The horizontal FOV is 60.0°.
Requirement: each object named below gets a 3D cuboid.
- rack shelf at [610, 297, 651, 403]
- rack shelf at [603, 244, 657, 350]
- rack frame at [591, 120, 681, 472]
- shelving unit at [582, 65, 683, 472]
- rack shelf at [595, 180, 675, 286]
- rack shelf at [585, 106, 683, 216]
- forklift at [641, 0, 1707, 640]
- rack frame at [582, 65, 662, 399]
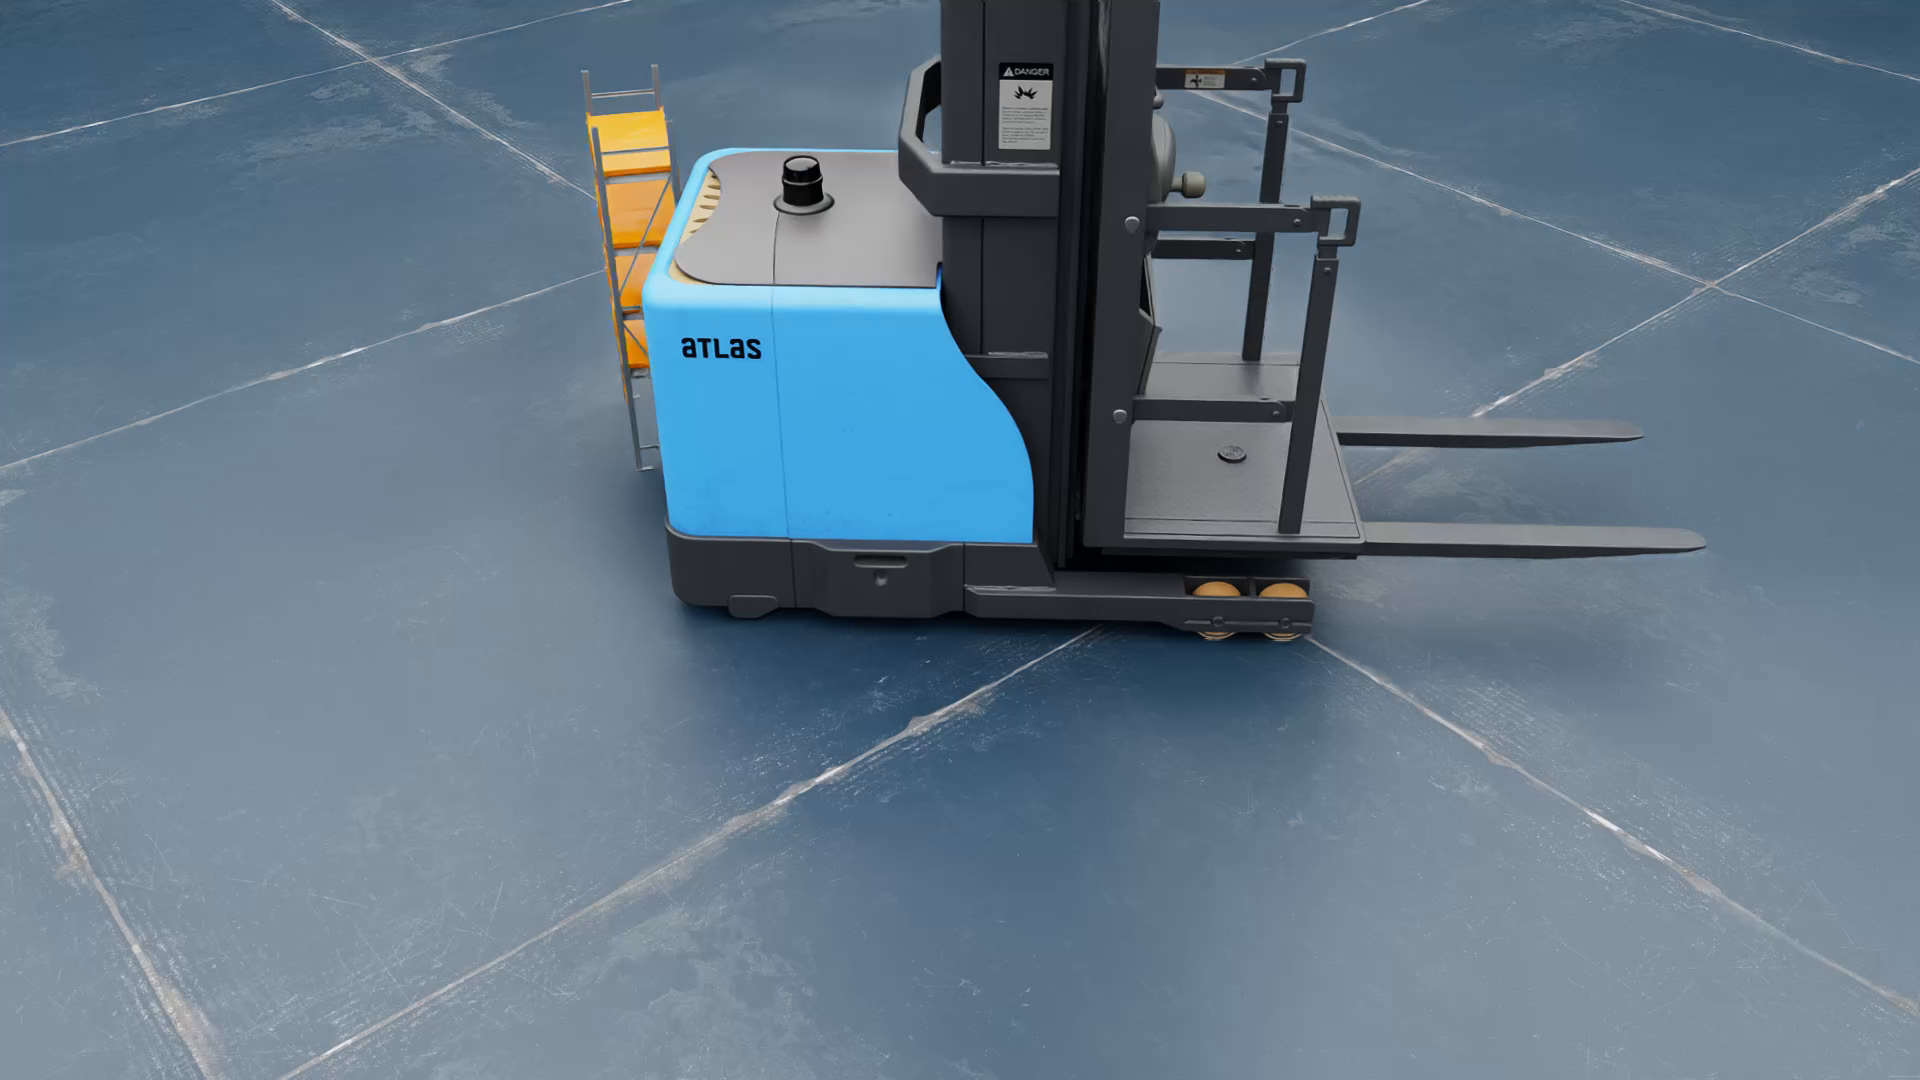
[{"bbox_3d":[-1.025,-0.658,5.601,0.258,0.148,0.480,-8,36,-11],"label":"rack shelf"},{"bbox_3d":[-1.025,-0.820,5.486,0.258,0.148,0.480,-8,36,-11],"label":"rack shelf"},{"bbox_3d":[-0.968,-0.738,5.254,0.240,1.200,0.015,-8,36,-11],"label":"rack frame"},{"bbox_3d":[-1.025,-0.875,5.447,0.258,1.200,0.503,-8,36,-11],"label":"shelving unit"},{"bbox_3d":[-1.025,-1.002,5.357,0.258,0.148,0.480,-8,36,-11],"label":"rack shelf"},{"bbox_3d":[-1.025,-1.195,5.220,0.258,0.148,0.480,-8,36,-11],"label":"rack shelf"},{"bbox_3d":[0.675,-1.219,4.435,3.031,2.935,1.130,1,35,2],"label":"forklift"},{"bbox_3d":[-1.083,-1.012,5.641,0.240,1.200,0.015,-8,36,-11],"label":"rack frame"}]
